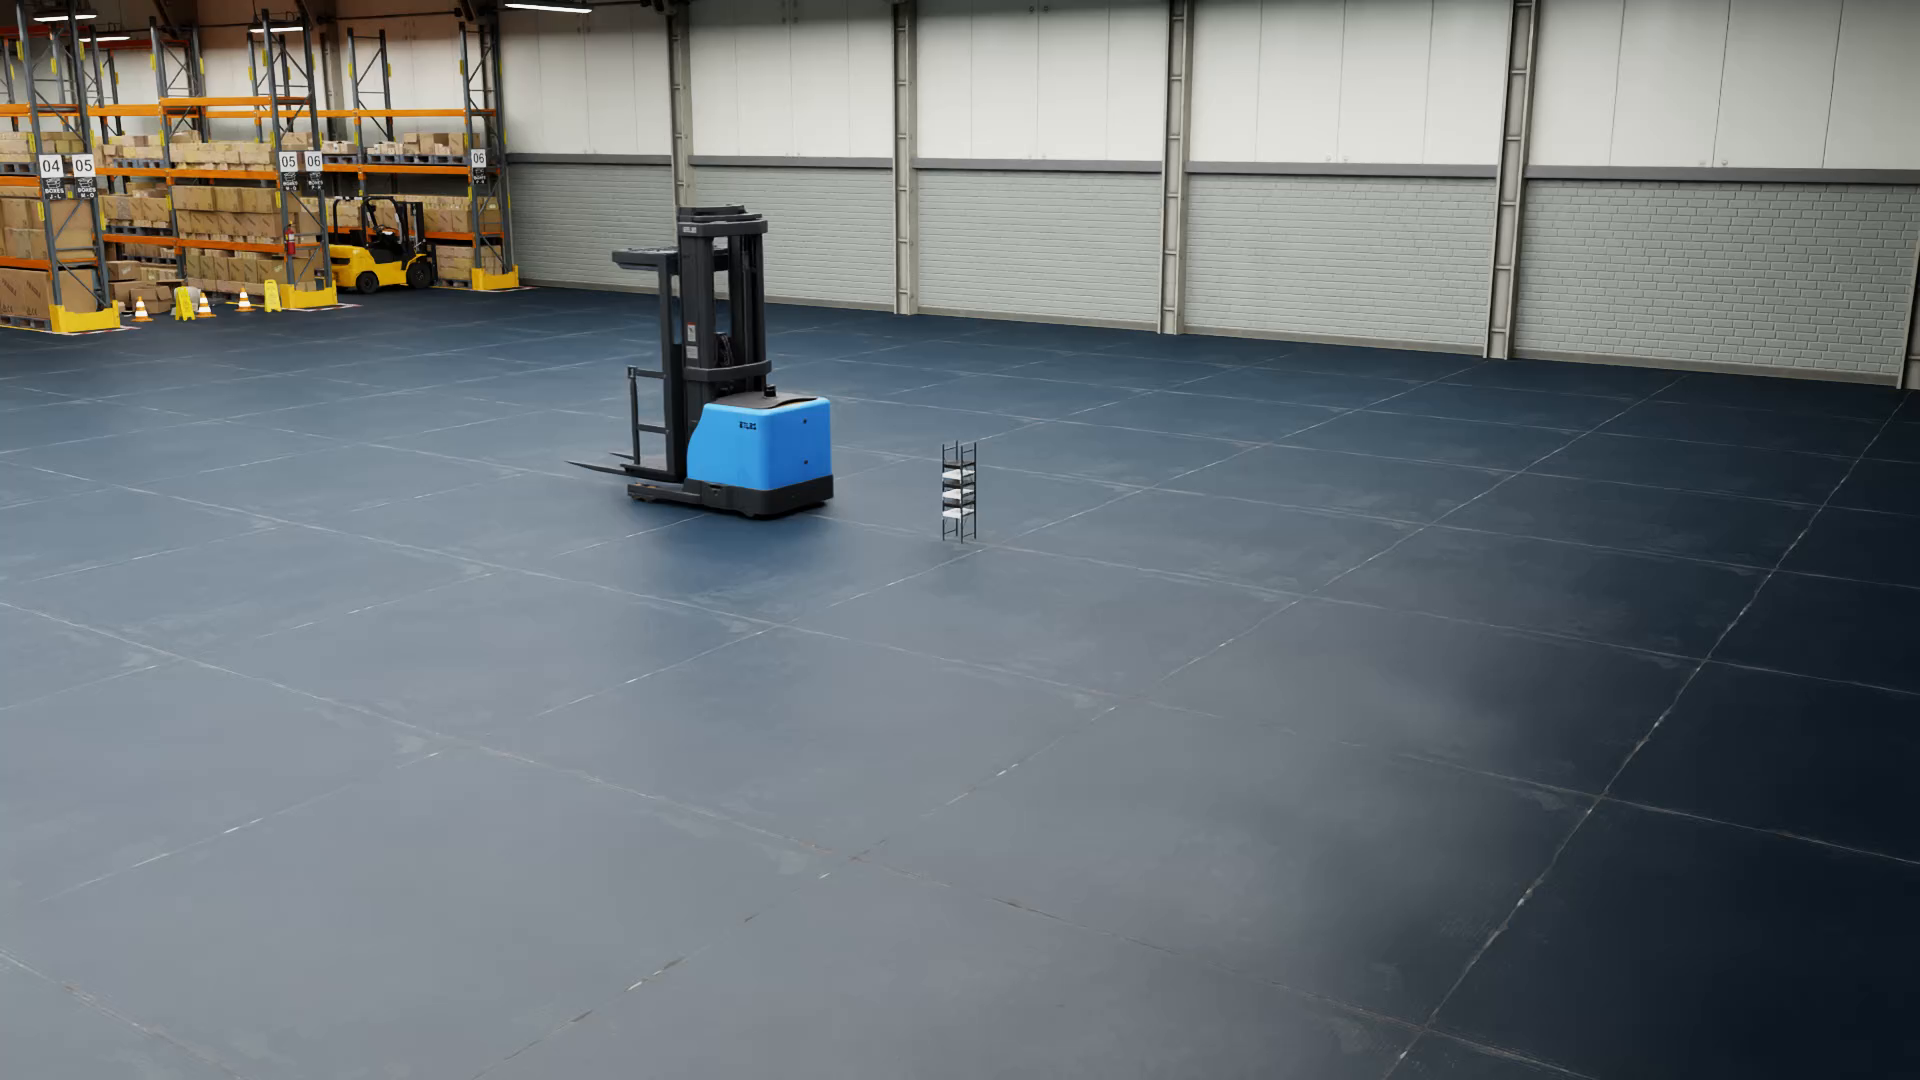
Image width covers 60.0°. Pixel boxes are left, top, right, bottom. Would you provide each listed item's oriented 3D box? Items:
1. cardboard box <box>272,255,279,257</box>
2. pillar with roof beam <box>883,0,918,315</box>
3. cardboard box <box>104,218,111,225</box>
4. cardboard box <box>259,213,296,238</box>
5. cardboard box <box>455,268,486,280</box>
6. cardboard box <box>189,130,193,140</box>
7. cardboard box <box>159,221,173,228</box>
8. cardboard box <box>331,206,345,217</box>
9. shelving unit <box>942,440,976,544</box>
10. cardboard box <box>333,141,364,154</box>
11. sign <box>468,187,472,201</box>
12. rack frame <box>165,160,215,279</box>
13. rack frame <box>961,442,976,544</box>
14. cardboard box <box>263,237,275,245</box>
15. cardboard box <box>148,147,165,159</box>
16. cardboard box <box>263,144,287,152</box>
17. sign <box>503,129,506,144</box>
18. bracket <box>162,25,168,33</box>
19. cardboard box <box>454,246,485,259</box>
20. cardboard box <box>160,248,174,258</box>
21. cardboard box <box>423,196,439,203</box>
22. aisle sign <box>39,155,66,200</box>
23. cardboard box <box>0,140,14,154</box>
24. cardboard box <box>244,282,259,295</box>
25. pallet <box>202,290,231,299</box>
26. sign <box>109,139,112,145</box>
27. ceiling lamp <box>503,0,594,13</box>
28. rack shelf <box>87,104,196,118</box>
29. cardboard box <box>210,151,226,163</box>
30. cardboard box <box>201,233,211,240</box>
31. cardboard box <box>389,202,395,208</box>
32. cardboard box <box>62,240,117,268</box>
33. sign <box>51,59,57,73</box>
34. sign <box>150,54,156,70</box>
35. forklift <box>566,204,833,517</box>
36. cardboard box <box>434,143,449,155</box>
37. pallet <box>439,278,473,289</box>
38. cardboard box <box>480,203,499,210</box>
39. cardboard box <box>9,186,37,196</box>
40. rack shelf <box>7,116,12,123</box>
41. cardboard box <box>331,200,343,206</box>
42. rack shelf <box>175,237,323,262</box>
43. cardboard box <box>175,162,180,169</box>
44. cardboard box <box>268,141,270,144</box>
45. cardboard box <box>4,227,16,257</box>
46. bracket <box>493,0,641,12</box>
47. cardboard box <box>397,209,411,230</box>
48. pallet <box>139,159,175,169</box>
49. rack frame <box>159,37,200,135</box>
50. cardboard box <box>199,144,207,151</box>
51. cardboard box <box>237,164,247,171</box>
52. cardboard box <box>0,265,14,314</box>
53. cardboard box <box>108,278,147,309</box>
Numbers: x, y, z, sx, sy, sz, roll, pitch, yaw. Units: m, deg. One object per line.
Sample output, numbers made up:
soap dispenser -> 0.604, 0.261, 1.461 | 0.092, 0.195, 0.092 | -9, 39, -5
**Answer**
cardboard box -> -15.128, -5.956, 36.355 | 0.500, 0.500, 0.500 | 10, 17, 34
pillar with roof beam -> -3.498, -8.126, 29.348 | 0.548, 9.000, 9.100 | 9, 17, 33
cardboard box -> -19.584, -7.361, 38.391 | 0.250, 0.149, 0.380 | 9, 17, 33
cardboard box -> -14.349, -6.629, 34.959 | 0.500, 0.500, 0.500 | 9, 16, 32
cardboard box -> -11.544, -6.277, 39.215 | 0.500, 0.250, 0.500 | 9, 17, 33
cardboard box -> -20.643, -10.922, 44.847 | 0.258, 0.266, 0.396 | 9, 16, 32
cardboard box -> -17.645, -7.050, 37.138 | 0.250, 0.149, 0.380 | 9, 17, 34
cardboard box -> -15.278, -8.197, 41.393 | 0.500, 0.250, 0.500 | 9, 16, 31
shelving unit -> -0.007, -0.438, 15.146 | 0.210, 0.900, 0.258 | 9, 17, 33
cardboard box -> -15.034, -9.658, 40.885 | 0.500, 0.311, 0.500 | 9, 16, 31
sign -> -11.293, -7.979, 38.338 | 0.005, 0.325, 0.100 | 9, 17, 33
rack frame -> -17.064, -6.955, 37.102 | 0.127, 3.000, 1.000 | 9, 17, 33
rack frame -> 0.078, -0.424, 15.091 | 0.006, 0.900, 0.240 | 9, 17, 33
cardboard box -> -14.447, -6.316, 35.043 | 0.250, 0.149, 0.380 | 9, 16, 32
cardboard box -> -17.630, -8.591, 36.909 | 0.500, 0.250, 0.500 | 9, 16, 32
cardboard box -> -14.191, -8.126, 34.454 | 0.250, 0.149, 0.380 | 9, 17, 33
sign -> -10.663, -9.437, 38.904 | 0.005, 0.325, 0.100 | 9, 17, 33
bracket -> -21.553, -13.935, 45.324 | 0.430, 0.232, 0.235 | 9, 17, 33
cardboard box -> -11.534, -6.762, 39.093 | 0.500, 0.250, 0.500 | 10, 17, 35
cardboard box -> -21.858, -7.958, 45.972 | 0.258, 0.266, 0.396 | 10, 17, 35
cardboard box -> -12.508, -8.073, 39.444 | 0.250, 0.149, 0.380 | 10, 17, 34
aisle sign -> -16.533, -6.610, 30.300 | 0.004, 0.787, 0.394 | 9, 17, 33
cardboard box -> -17.401, -7.275, 30.764 | 0.500, 0.250, 0.500 | 9, 17, 33
cardboard box -> -14.992, -5.413, 35.723 | 0.500, 0.250, 0.500 | 9, 17, 33
pallet -> -16.487, -5.518, 37.101 | 1.213, 0.211, 1.003 | 9, 17, 33
sign -> -20.079, -9.306, 39.282 | 0.005, 0.325, 0.100 | 9, 17, 33
ceiling lamp -> -7.500, -11.477, 30.740 | 0.800, 3.185, 2.000 | 9, 17, 33
rack shelf -> -22.595, -11.847, 45.885 | 4.000, 0.370, 1.077 | 9, 17, 33
cardboard box -> -15.591, -8.164, 35.439 | 0.500, 0.250, 0.500 | 9, 17, 33
cardboard box -> -16.320, -6.633, 36.326 | 0.250, 0.149, 0.380 | 10, 17, 35
cardboard box -> -13.569, -8.101, 40.176 | 0.250, 0.149, 0.380 | 10, 17, 34
cardboard box -> -20.910, -6.773, 39.915 | 0.875, 0.875, 0.875 | 9, 17, 32
sign -> -20.690, -10.822, 37.968 | 0.005, 0.325, 0.100 | 9, 17, 33
sign -> -17.369, -10.286, 35.799 | 0.005, 0.325, 0.100 | 9, 17, 33
forklift -> -2.766, -1.897, 16.812 | 3.031, 2.935, 1.130 | 10, 17, 34
cardboard box -> -12.046, -9.136, 38.870 | 0.258, 0.266, 0.396 | 9, 17, 33
pallet -> -11.636, -6.149, 39.650 | 1.213, 0.211, 1.003 | 9, 17, 33
cardboard box -> -11.115, -7.869, 39.237 | 0.250, 0.149, 0.380 | 9, 16, 31
cardboard box -> -22.646, -8.315, 40.307 | 0.500, 0.500, 0.500 | 9, 16, 31
rack shelf -> -25.362, -10.664, 41.933 | 4.000, 0.370, 1.077 | 9, 17, 33
cardboard box -> -15.395, -8.393, 41.354 | 0.250, 0.149, 0.380 | 9, 16, 31
rack shelf -> -15.405, -6.337, 36.105 | 4.000, 0.370, 1.077 | 9, 17, 33
cardboard box -> -16.941, -8.197, 36.401 | 0.250, 0.149, 0.380 | 9, 16, 32
cardboard box -> -17.768, -10.307, 43.265 | 0.250, 0.149, 0.380 | 9, 16, 31
cardboard box -> -17.620, -5.701, 31.724 | 0.550, 0.550, 0.875 | 9, 17, 33
bracket -> -8.755, -11.867, 36.969 | 4.783, 0.066, 0.076 | 9, 17, 33
cardboard box -> -13.213, -7.747, 40.097 | 0.500, 0.500, 0.500 | 9, 17, 32
pallet -> -17.517, -8.423, 37.184 | 1.003, 0.211, 1.213 | 9, 17, 33
rack frame -> -20.936, -11.930, 44.715 | 0.127, 3.000, 1.000 | 9, 17, 33
cardboard box -> -16.102, -8.438, 35.717 | 0.250, 0.149, 0.380 | 9, 16, 31
cardboard box -> -15.030, -7.885, 35.140 | 0.250, 0.149, 0.380 | 9, 17, 32
cardboard box -> -18.510, -4.908, 32.382 | 0.875, 0.875, 0.875 | 9, 17, 33
cardboard box -> -17.396, -5.127, 34.631 | 0.503, 0.637, 0.797 | 9, 17, 33
